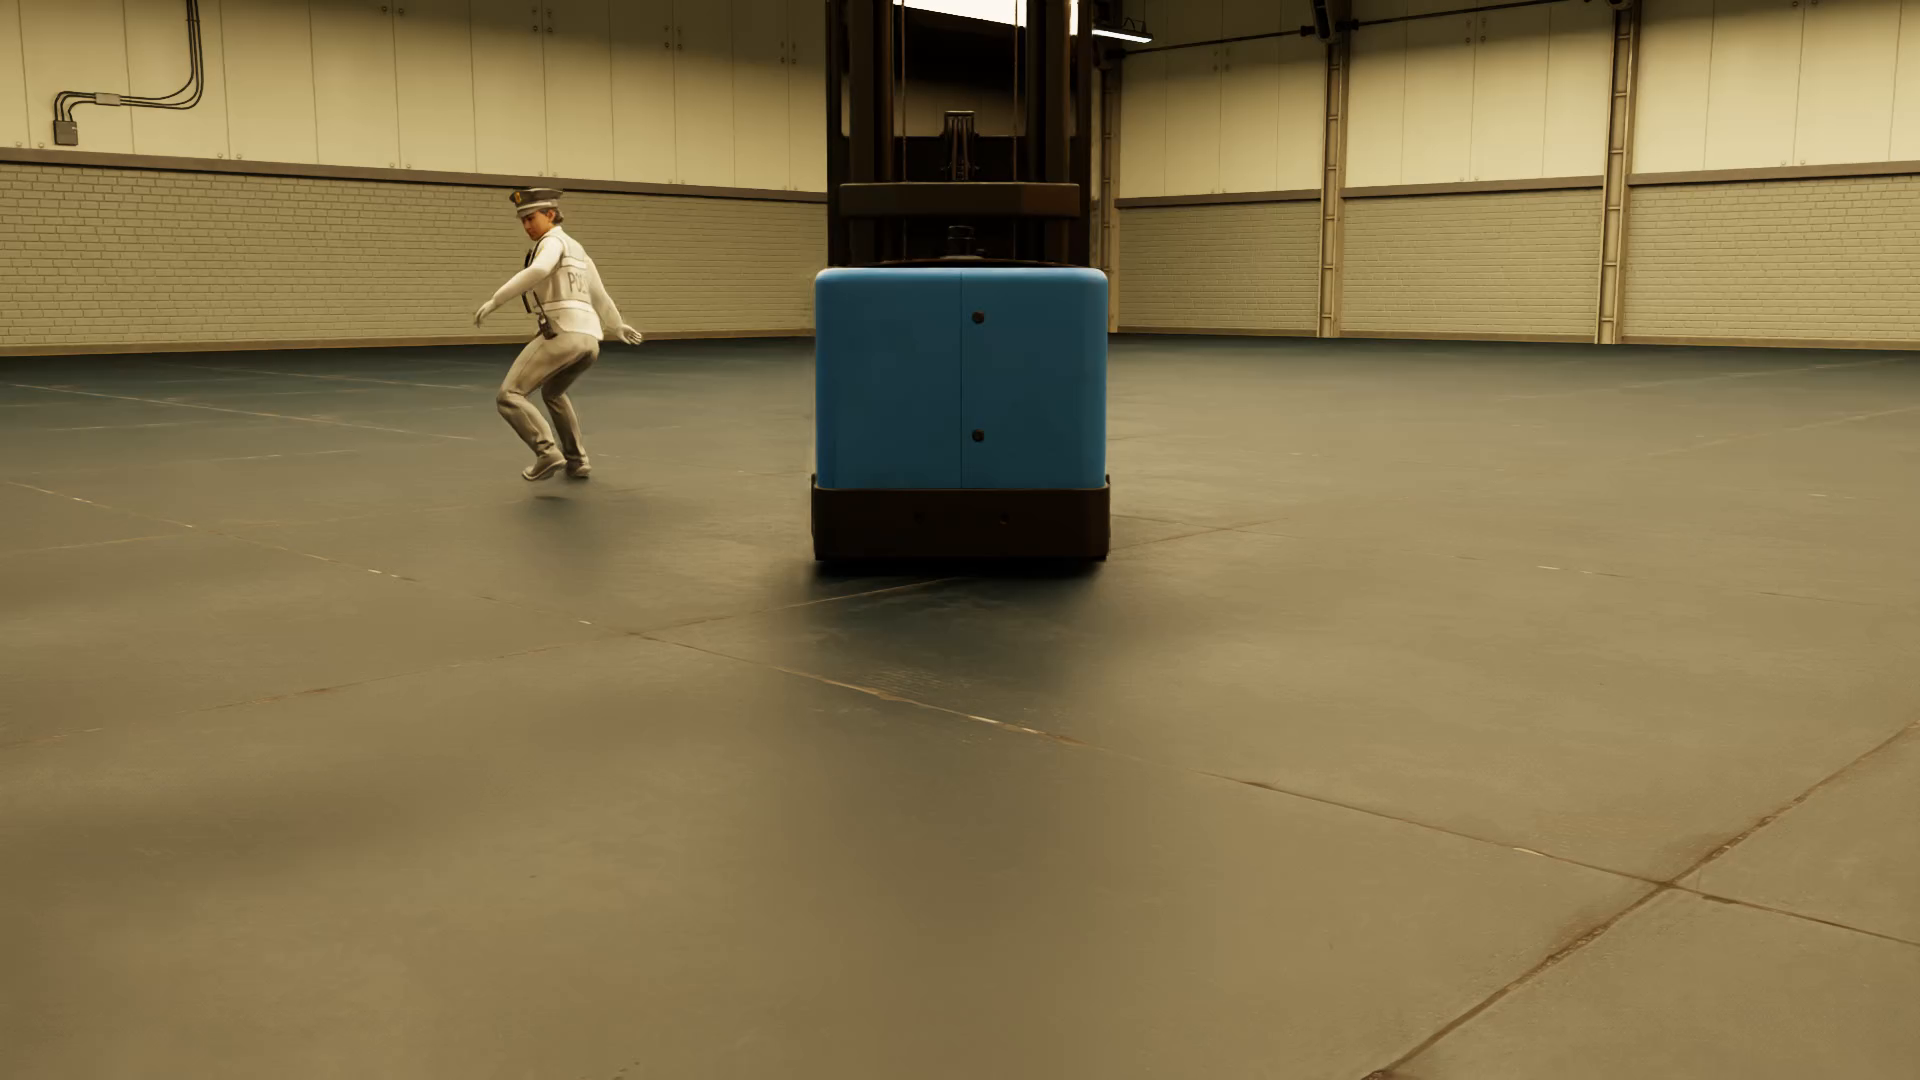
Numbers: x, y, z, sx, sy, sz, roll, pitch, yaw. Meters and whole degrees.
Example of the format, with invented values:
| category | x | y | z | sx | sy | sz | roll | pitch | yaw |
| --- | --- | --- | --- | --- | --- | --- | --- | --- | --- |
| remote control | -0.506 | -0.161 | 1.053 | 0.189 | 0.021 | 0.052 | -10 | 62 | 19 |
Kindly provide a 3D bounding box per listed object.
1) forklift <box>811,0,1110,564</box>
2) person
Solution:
| category | x | y | z | sx | sy | sz | roll | pitch | yaw |
| --- | --- | --- | --- | --- | --- | --- | --- | --- | --- |
| forklift | -0.007 | -1.542 | 7.115 | 1.130 | 2.935 | 3.031 | 0 | 9 | 0 |
| person | -2.042 | -0.994 | 8.533 | 0.521 | 1.589 | 1.098 | 2 | 9 | 14 |
